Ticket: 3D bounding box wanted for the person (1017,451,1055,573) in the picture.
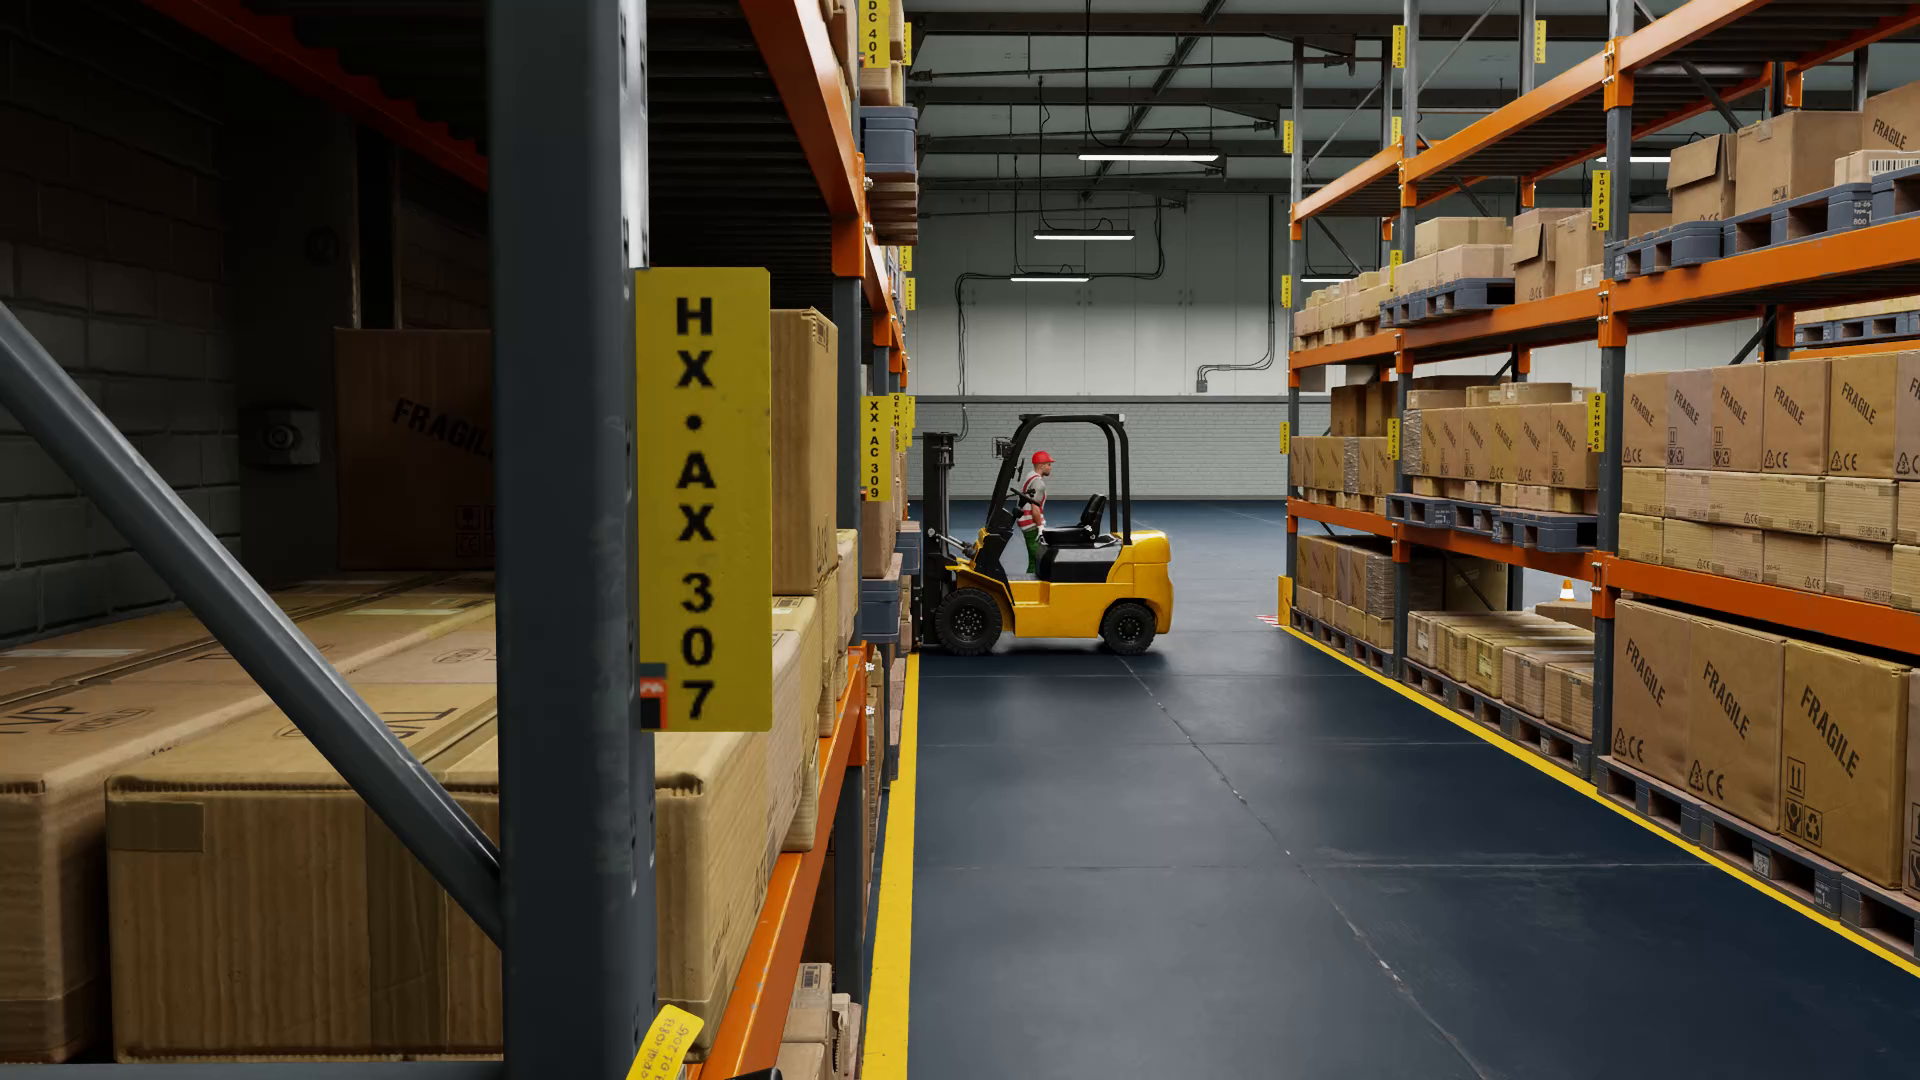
[{"bbox_3d":[0.877,-0.121,18.930,0.446,1.780,0.613,0,4,-4],"label":"person"}]
